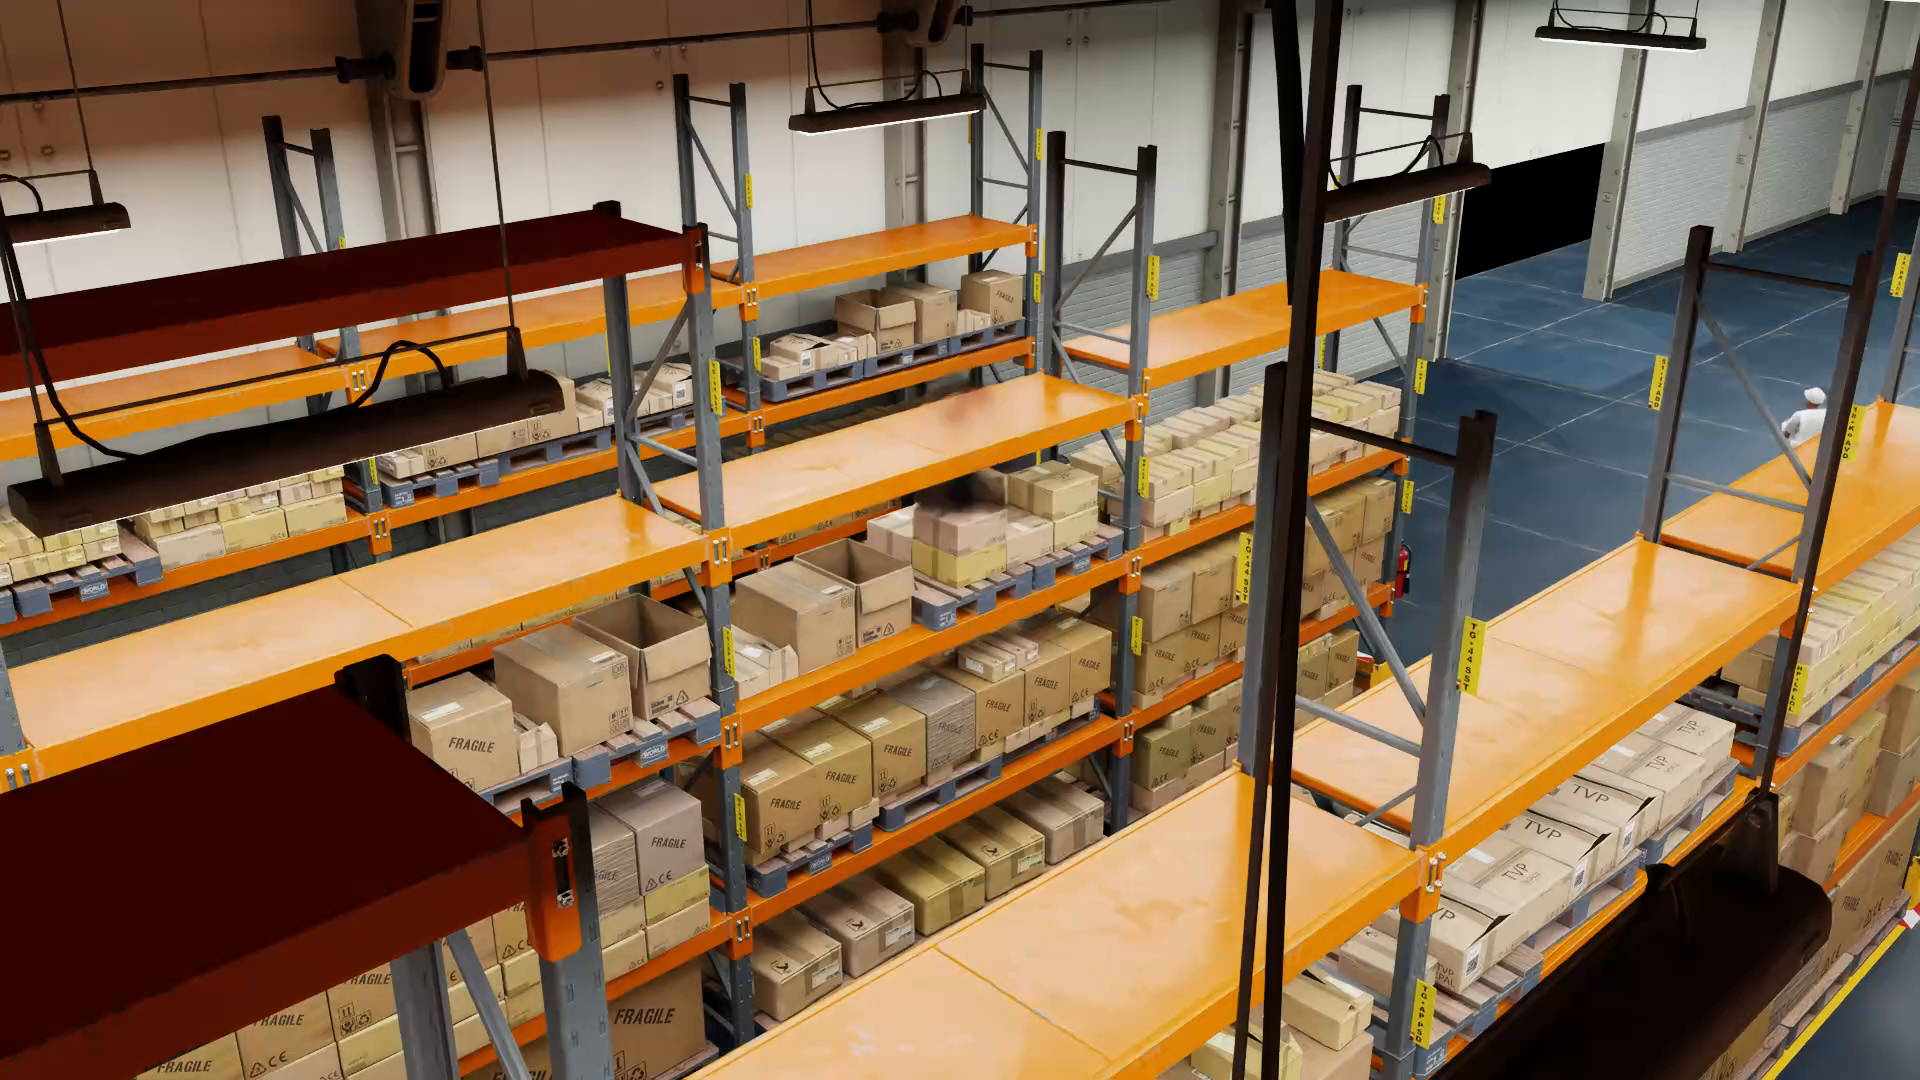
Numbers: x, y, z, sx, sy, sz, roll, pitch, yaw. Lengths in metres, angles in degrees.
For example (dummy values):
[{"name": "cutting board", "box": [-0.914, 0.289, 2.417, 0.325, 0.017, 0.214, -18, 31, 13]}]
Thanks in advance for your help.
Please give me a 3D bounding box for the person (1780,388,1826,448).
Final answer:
[{"name": "person", "box": [10.737, -1.099, 21.187, 0.696, 1.762, 0.946, -4, 23, -9]}]
